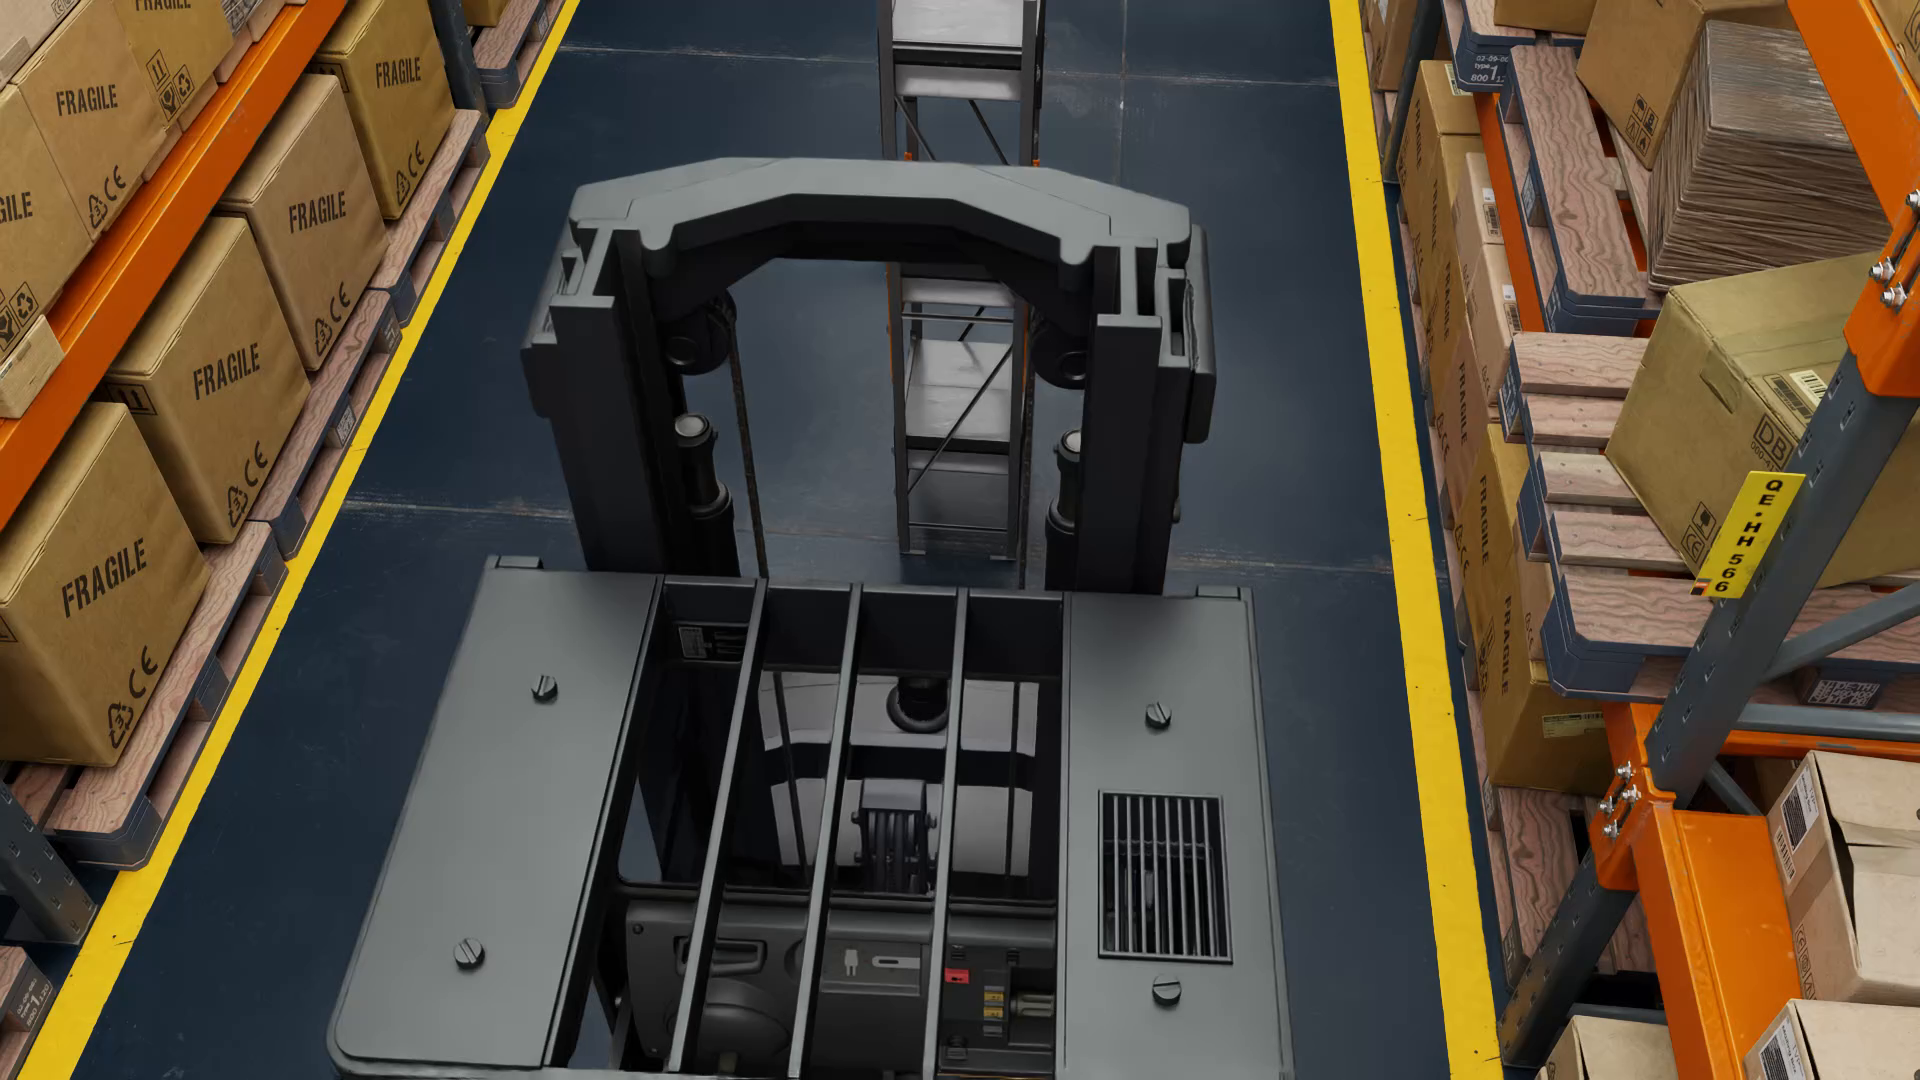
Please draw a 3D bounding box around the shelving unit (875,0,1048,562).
[{"bbox_3d":[0.015,-0.830,5.086,0.431,2.100,0.503,4,48,4],"label":"shelving unit"}]

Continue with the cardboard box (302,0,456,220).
[{"bbox_3d":[-2.542,-1.811,6.546,0.750,0.750,0.750,4,48,4],"label":"cardboard box"}]

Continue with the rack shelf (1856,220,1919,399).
[{"bbox_3d":[1.774,1.089,1.176,1.077,0.370,4.000,4,48,4],"label":"rack shelf"}]

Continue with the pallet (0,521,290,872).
[{"bbox_3d":[-2.830,0.425,5.218,1.003,0.211,1.213,4,48,4],"label":"pallet"}]

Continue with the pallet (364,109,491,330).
[{"bbox_3d":[-2.607,-1.368,6.858,1.003,0.211,1.213,4,48,4],"label":"pallet"}]

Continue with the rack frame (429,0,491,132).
[{"bbox_3d":[-2.612,-2.881,6.352,1.000,3.000,0.127,4,48,4],"label":"rack frame"}]

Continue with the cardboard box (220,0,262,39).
[{"bbox_3d":[-2.494,-1.922,5.192,0.500,0.500,0.500,4,48,4],"label":"cardboard box"}]

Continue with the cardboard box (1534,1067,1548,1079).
[{"bbox_3d":[1.617,1.540,3.887,0.500,0.250,0.500,4,48,3],"label":"cardboard box"}]

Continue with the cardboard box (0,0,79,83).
[{"bbox_3d":[-2.589,-1.415,4.220,0.500,0.250,0.500,4,48,4],"label":"cardboard box"}]

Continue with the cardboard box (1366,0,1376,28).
[{"bbox_3d":[2.065,-2.454,7.596,0.380,0.149,0.250,4,48,4],"label":"cardboard box"}]

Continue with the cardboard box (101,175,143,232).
[{"bbox_3d":[-2.627,-1.037,4.823,0.380,0.149,0.250,5,48,4],"label":"cardboard box"}]

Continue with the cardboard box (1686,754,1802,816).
[{"bbox_3d":[2.283,0.769,4.410,0.500,0.500,0.500,6,48,5],"label":"cardboard box"}]

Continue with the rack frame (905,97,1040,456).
[{"bbox_3d":[0.037,-1.010,5.250,0.400,2.100,0.015,4,48,4],"label":"rack frame"}]

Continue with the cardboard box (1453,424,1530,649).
[{"bbox_3d":[1.856,0.001,5.112,0.500,0.500,0.500,2,48,2],"label":"cardboard box"}]

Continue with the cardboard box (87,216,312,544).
[{"bbox_3d":[-2.693,-0.533,5.377,0.750,0.750,0.750,4,48,3],"label":"cardboard box"}]

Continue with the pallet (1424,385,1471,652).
[{"bbox_3d":[2.176,-0.110,5.708,1.003,0.211,1.213,4,48,4],"label":"pallet"}]

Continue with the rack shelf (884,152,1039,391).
[{"bbox_3d":[0.015,-0.821,5.097,0.431,0.518,0.480,4,48,4],"label":"rack shelf"}]

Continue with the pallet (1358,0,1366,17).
[{"bbox_3d":[2.493,-3.013,8.363,1.003,0.211,1.213,4,48,4],"label":"pallet"}]

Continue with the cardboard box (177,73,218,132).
[{"bbox_3d":[-2.556,-1.410,5.164,0.380,0.149,0.250,5,48,5],"label":"cardboard box"}]

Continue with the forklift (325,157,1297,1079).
[{"bbox_3d":[-0.149,0.961,2.885,1.130,2.935,3.031,2,48,2],"label":"forklift"}]

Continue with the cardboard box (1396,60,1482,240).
[{"bbox_3d":[2.035,-1.516,6.500,0.500,0.500,0.500,2,48,2],"label":"cardboard box"}]

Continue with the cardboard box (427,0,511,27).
[{"bbox_3d":[-2.442,-2.722,7.616,0.700,0.500,0.500,4,48,4],"label":"cardboard box"}]

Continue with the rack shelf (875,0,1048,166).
[{"bbox_3d":[0.015,-1.294,4.580,0.431,0.518,0.480,4,48,4],"label":"rack shelf"}]

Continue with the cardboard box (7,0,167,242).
[{"bbox_3d":[-2.574,-1.171,4.505,0.500,0.500,0.500,4,48,3],"label":"cardboard box"}]

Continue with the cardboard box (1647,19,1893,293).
[{"bbox_3d":[2.175,-0.916,4.203,0.700,0.500,0.500,12,49,11],"label":"cardboard box"}]

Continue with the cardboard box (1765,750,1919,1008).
[{"bbox_3d":[1.880,0.683,3.153,0.500,0.311,0.500,7,48,6],"label":"cardboard box"}]

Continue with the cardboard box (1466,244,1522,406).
[{"bbox_3d":[1.898,-0.666,5.214,0.500,0.250,0.500,3,48,3],"label":"cardboard box"}]

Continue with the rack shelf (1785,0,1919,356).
[{"bbox_3d":[2.139,-1.850,3.864,1.077,0.370,4.000,4,48,4],"label":"rack shelf"}]

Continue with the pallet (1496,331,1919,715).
[{"bbox_3d":[1.949,-0.049,3.892,1.213,0.211,1.003,4,48,4],"label":"pallet"}]

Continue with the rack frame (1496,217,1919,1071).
[{"bbox_3d":[1.957,0.389,3.362,1.000,3.000,0.127,4,48,4],"label":"rack frame"}]

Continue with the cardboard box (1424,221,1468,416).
[{"bbox_3d":[1.944,-0.757,5.805,0.500,0.500,0.500,4,48,4],"label":"cardboard box"}]

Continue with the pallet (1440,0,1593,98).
[{"bbox_3d":[2.140,-1.906,5.590,1.003,0.211,1.213,4,48,4],"label":"pallet"}]

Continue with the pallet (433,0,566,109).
[{"bbox_3d":[-2.465,-2.493,7.887,1.003,0.211,1.213,4,48,4],"label":"pallet"}]

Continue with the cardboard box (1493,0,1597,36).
[{"bbox_3d":[2.056,-1.883,5.087,0.700,0.500,0.500,11,48,10],"label":"cardboard box"}]

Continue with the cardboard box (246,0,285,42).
[{"bbox_3d":[-2.483,-1.788,5.509,0.380,0.149,0.250,4,48,4],"label":"cardboard box"}]

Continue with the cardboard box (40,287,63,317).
[{"bbox_3d":[-2.676,-0.657,4.475,0.380,0.149,0.250,3,48,3],"label":"cardboard box"}]
